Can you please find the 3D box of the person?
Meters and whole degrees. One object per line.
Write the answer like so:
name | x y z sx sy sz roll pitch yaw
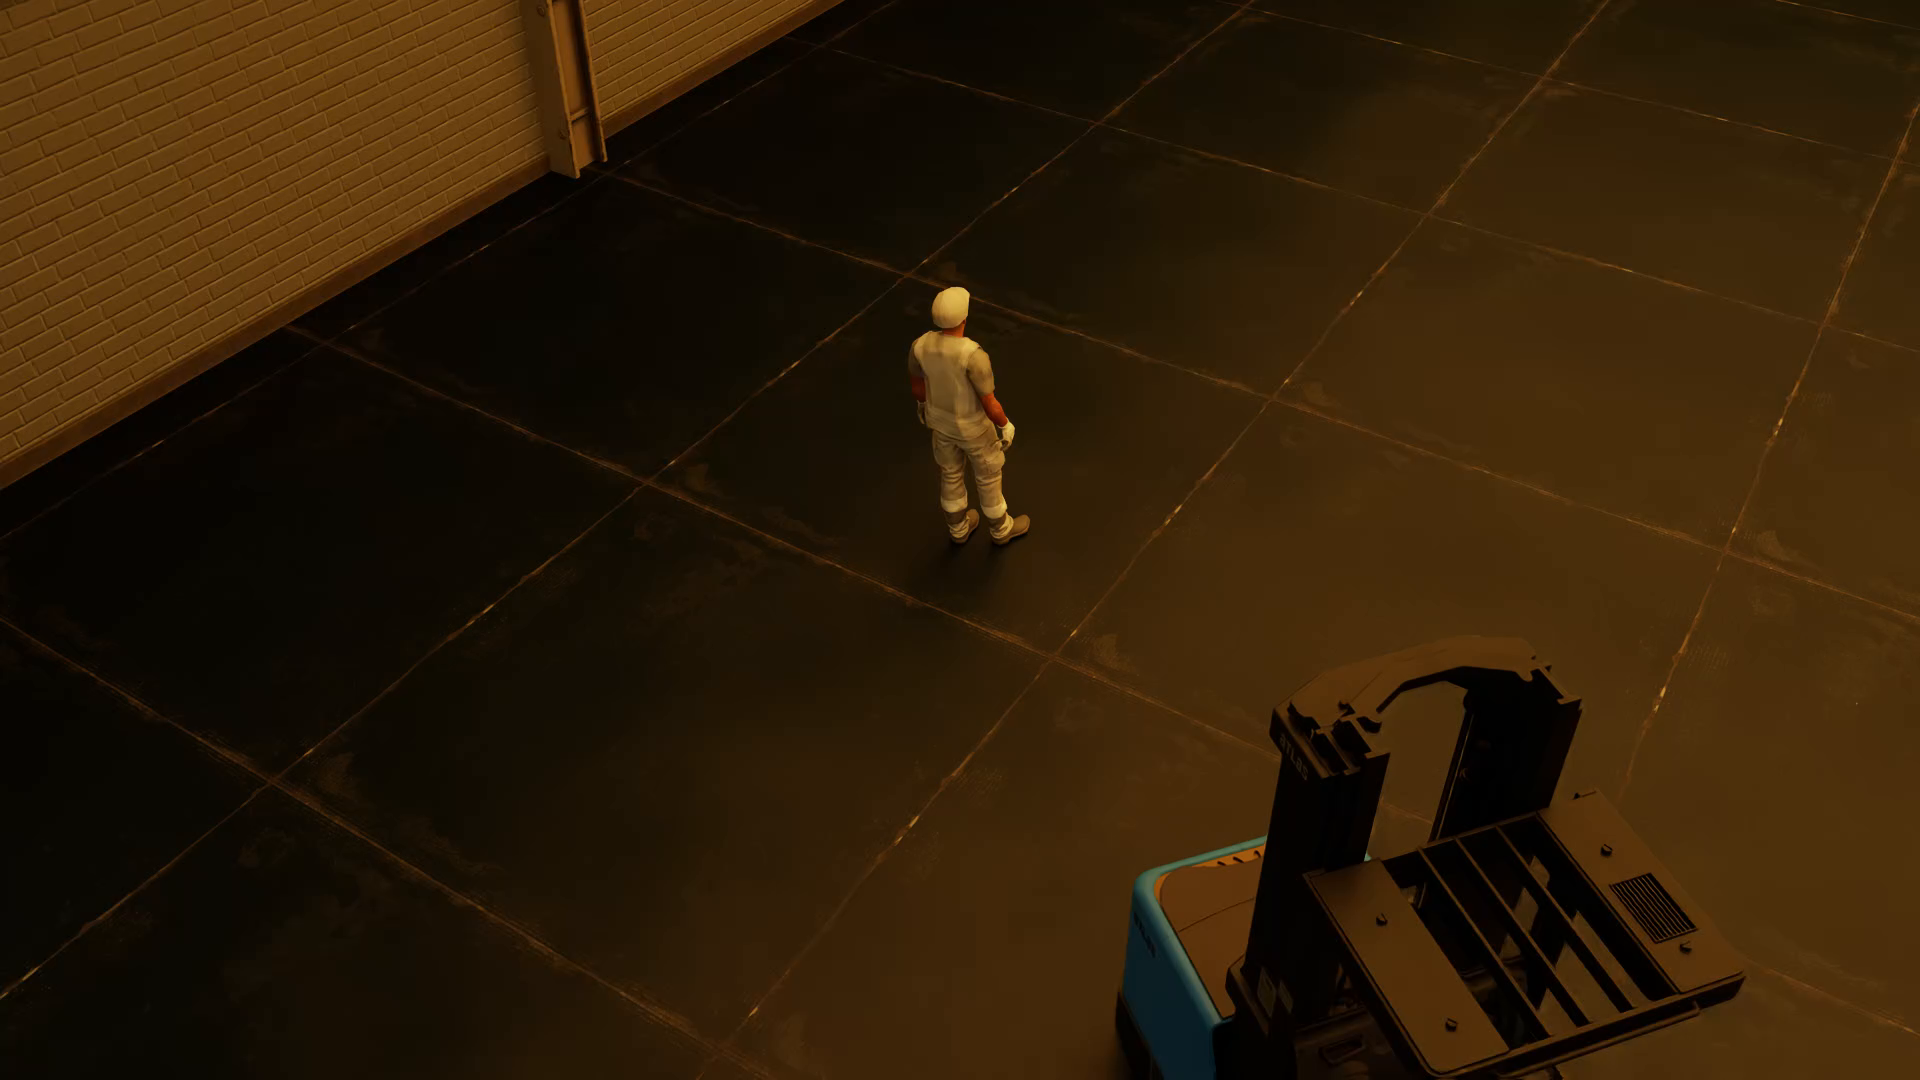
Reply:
person | 0.054 -0.728 9.698 0.637 1.790 0.562 22 45 24

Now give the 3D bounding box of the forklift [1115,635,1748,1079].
forklift | 1.672 1.890 5.737 1.130 2.935 3.031 -13 42 -15
